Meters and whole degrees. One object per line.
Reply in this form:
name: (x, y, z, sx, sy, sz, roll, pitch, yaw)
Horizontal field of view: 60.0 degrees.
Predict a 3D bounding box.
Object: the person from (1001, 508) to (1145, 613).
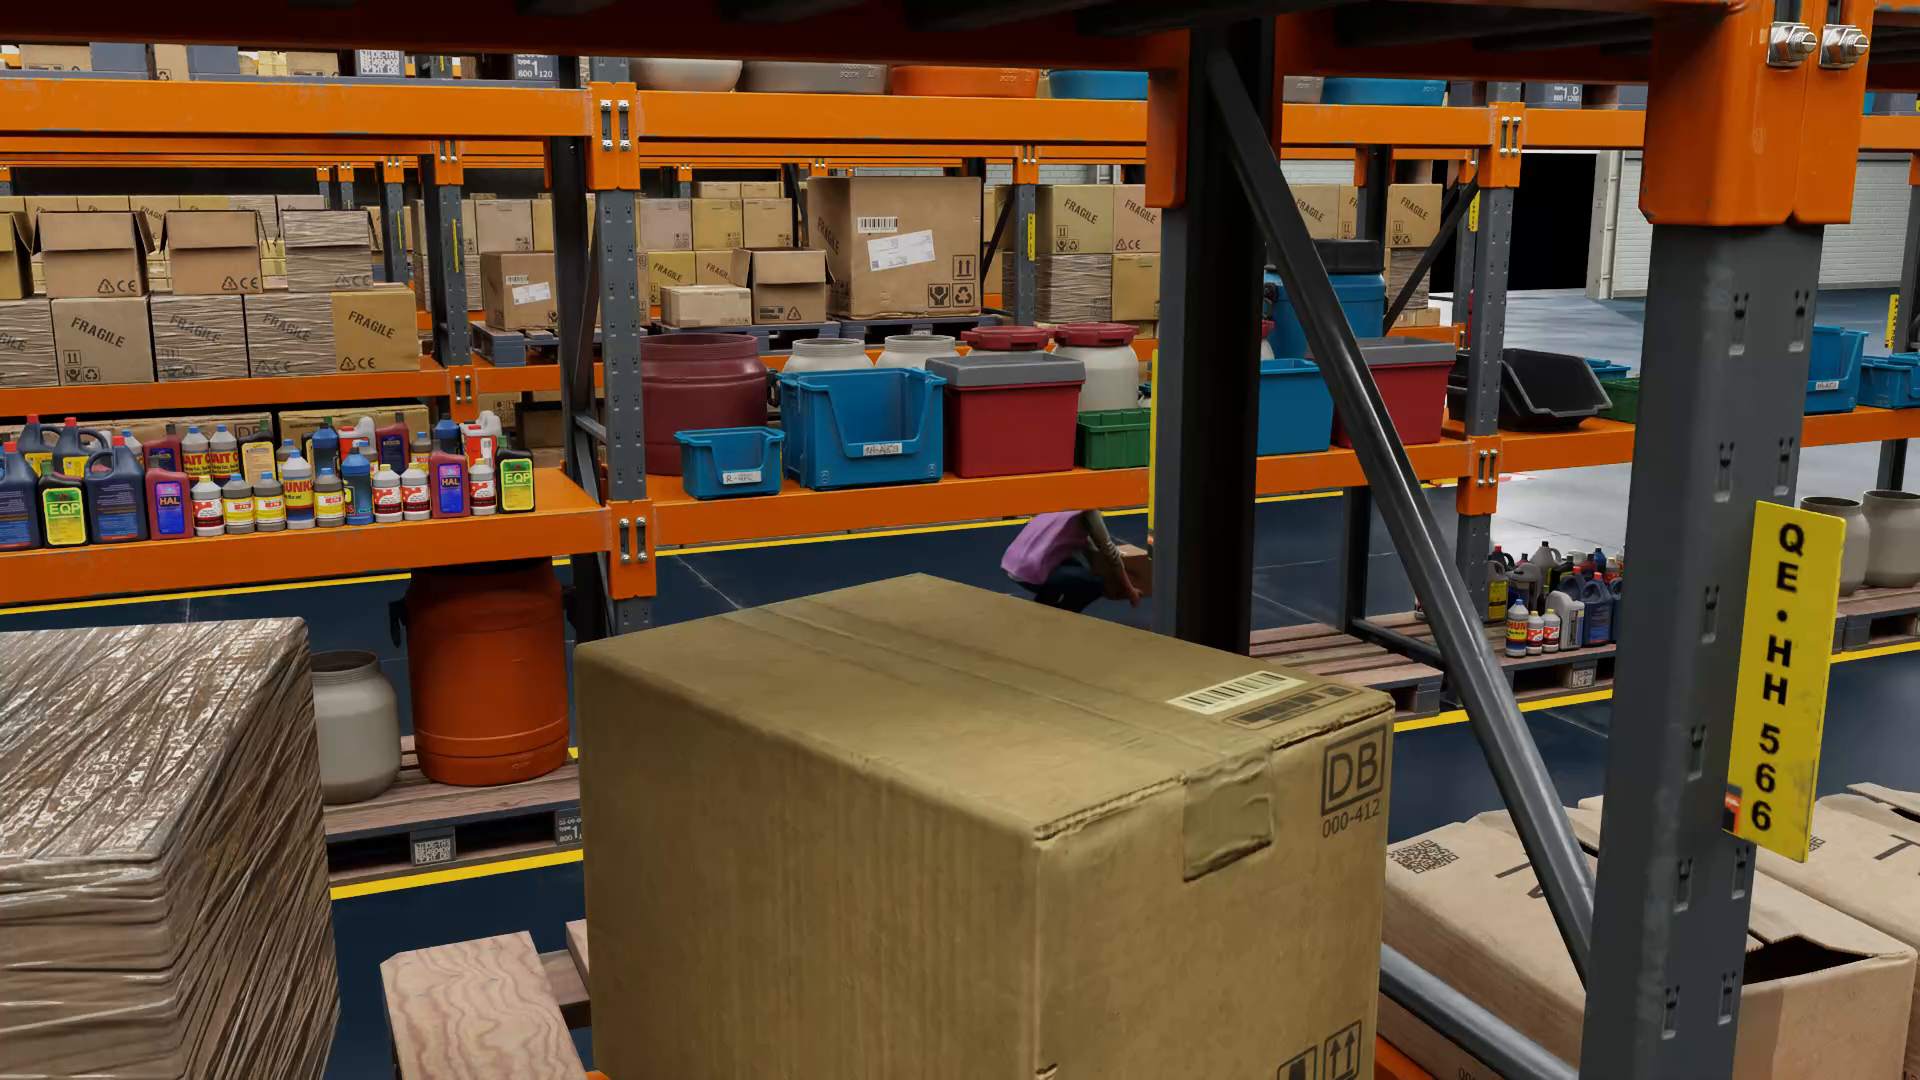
person: (0.609, 0.098, 9.210, 0.816, 0.898, 0.425, -6, 13, -24)
